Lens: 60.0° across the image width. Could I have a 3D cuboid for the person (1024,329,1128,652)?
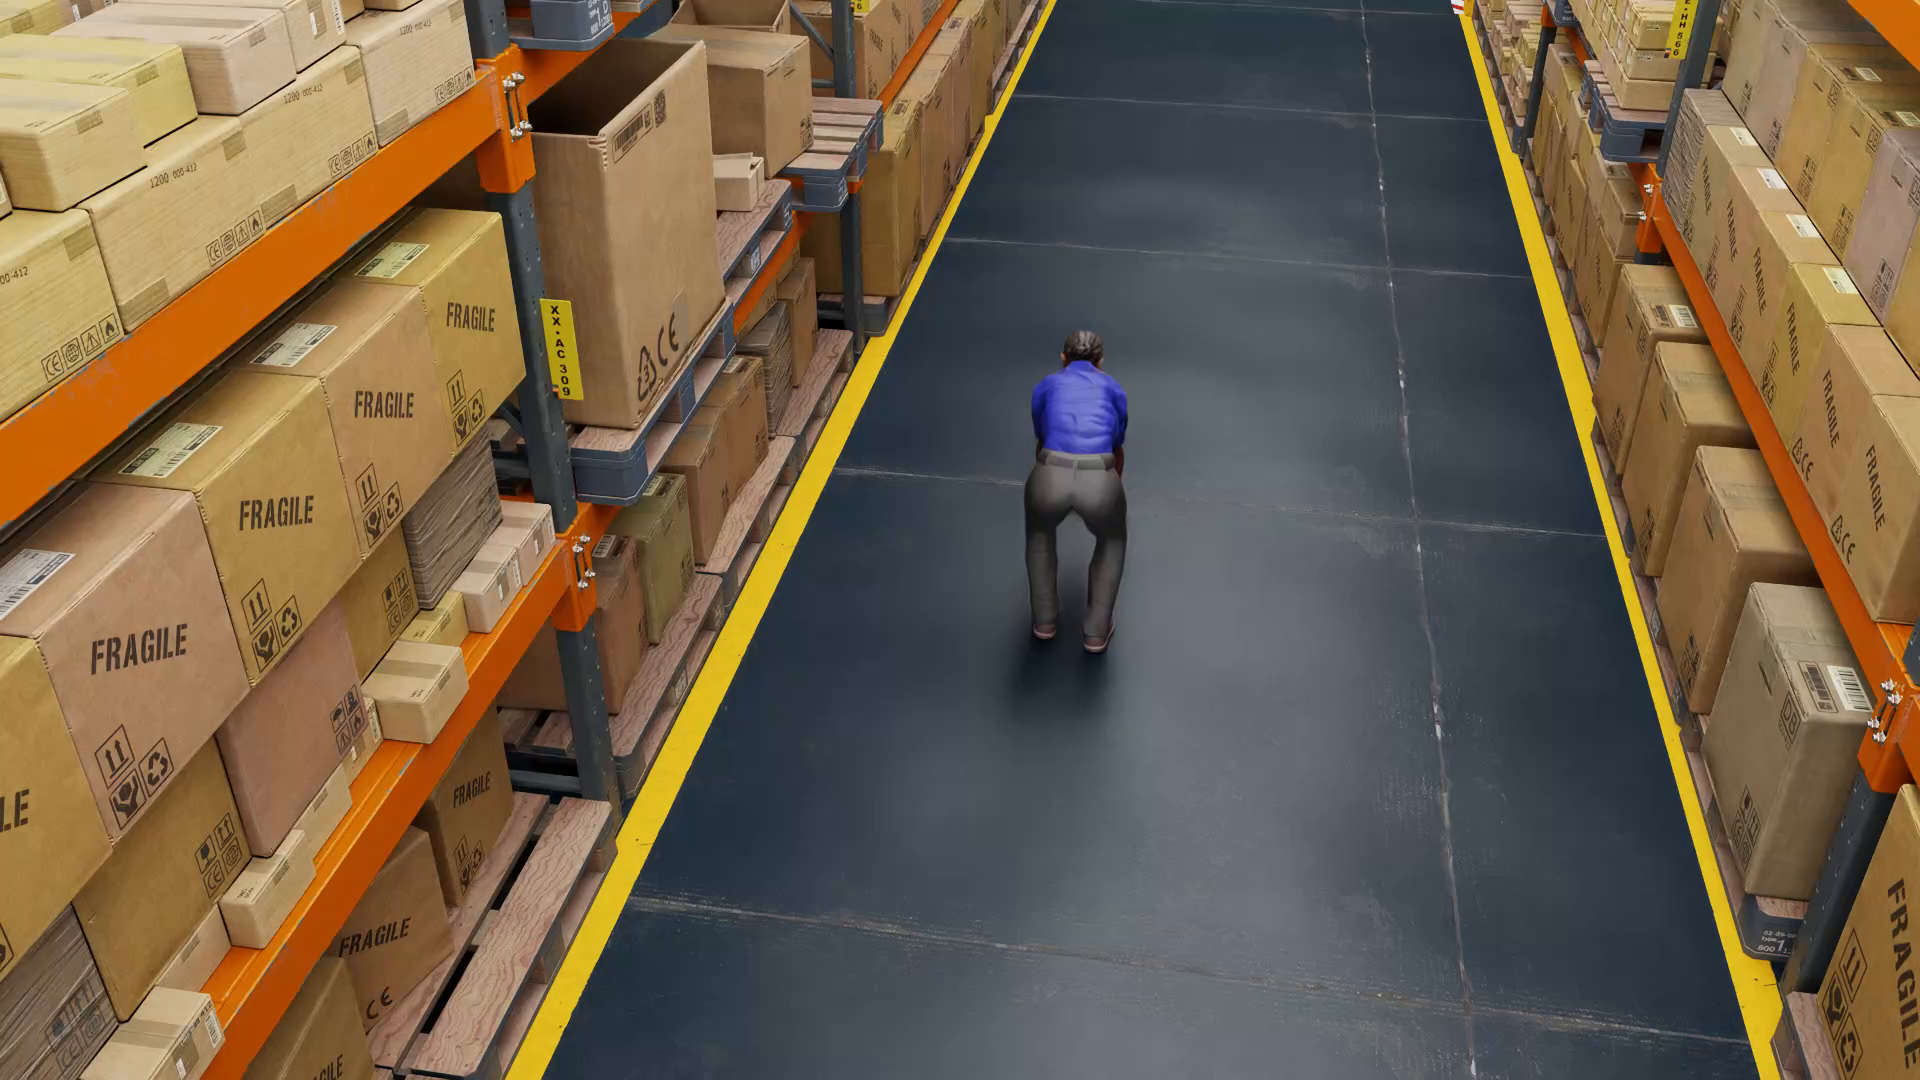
[{"bbox_3d":[0.490,-0.192,6.904,0.433,1.166,0.838,4,33,6],"label":"person"}]
